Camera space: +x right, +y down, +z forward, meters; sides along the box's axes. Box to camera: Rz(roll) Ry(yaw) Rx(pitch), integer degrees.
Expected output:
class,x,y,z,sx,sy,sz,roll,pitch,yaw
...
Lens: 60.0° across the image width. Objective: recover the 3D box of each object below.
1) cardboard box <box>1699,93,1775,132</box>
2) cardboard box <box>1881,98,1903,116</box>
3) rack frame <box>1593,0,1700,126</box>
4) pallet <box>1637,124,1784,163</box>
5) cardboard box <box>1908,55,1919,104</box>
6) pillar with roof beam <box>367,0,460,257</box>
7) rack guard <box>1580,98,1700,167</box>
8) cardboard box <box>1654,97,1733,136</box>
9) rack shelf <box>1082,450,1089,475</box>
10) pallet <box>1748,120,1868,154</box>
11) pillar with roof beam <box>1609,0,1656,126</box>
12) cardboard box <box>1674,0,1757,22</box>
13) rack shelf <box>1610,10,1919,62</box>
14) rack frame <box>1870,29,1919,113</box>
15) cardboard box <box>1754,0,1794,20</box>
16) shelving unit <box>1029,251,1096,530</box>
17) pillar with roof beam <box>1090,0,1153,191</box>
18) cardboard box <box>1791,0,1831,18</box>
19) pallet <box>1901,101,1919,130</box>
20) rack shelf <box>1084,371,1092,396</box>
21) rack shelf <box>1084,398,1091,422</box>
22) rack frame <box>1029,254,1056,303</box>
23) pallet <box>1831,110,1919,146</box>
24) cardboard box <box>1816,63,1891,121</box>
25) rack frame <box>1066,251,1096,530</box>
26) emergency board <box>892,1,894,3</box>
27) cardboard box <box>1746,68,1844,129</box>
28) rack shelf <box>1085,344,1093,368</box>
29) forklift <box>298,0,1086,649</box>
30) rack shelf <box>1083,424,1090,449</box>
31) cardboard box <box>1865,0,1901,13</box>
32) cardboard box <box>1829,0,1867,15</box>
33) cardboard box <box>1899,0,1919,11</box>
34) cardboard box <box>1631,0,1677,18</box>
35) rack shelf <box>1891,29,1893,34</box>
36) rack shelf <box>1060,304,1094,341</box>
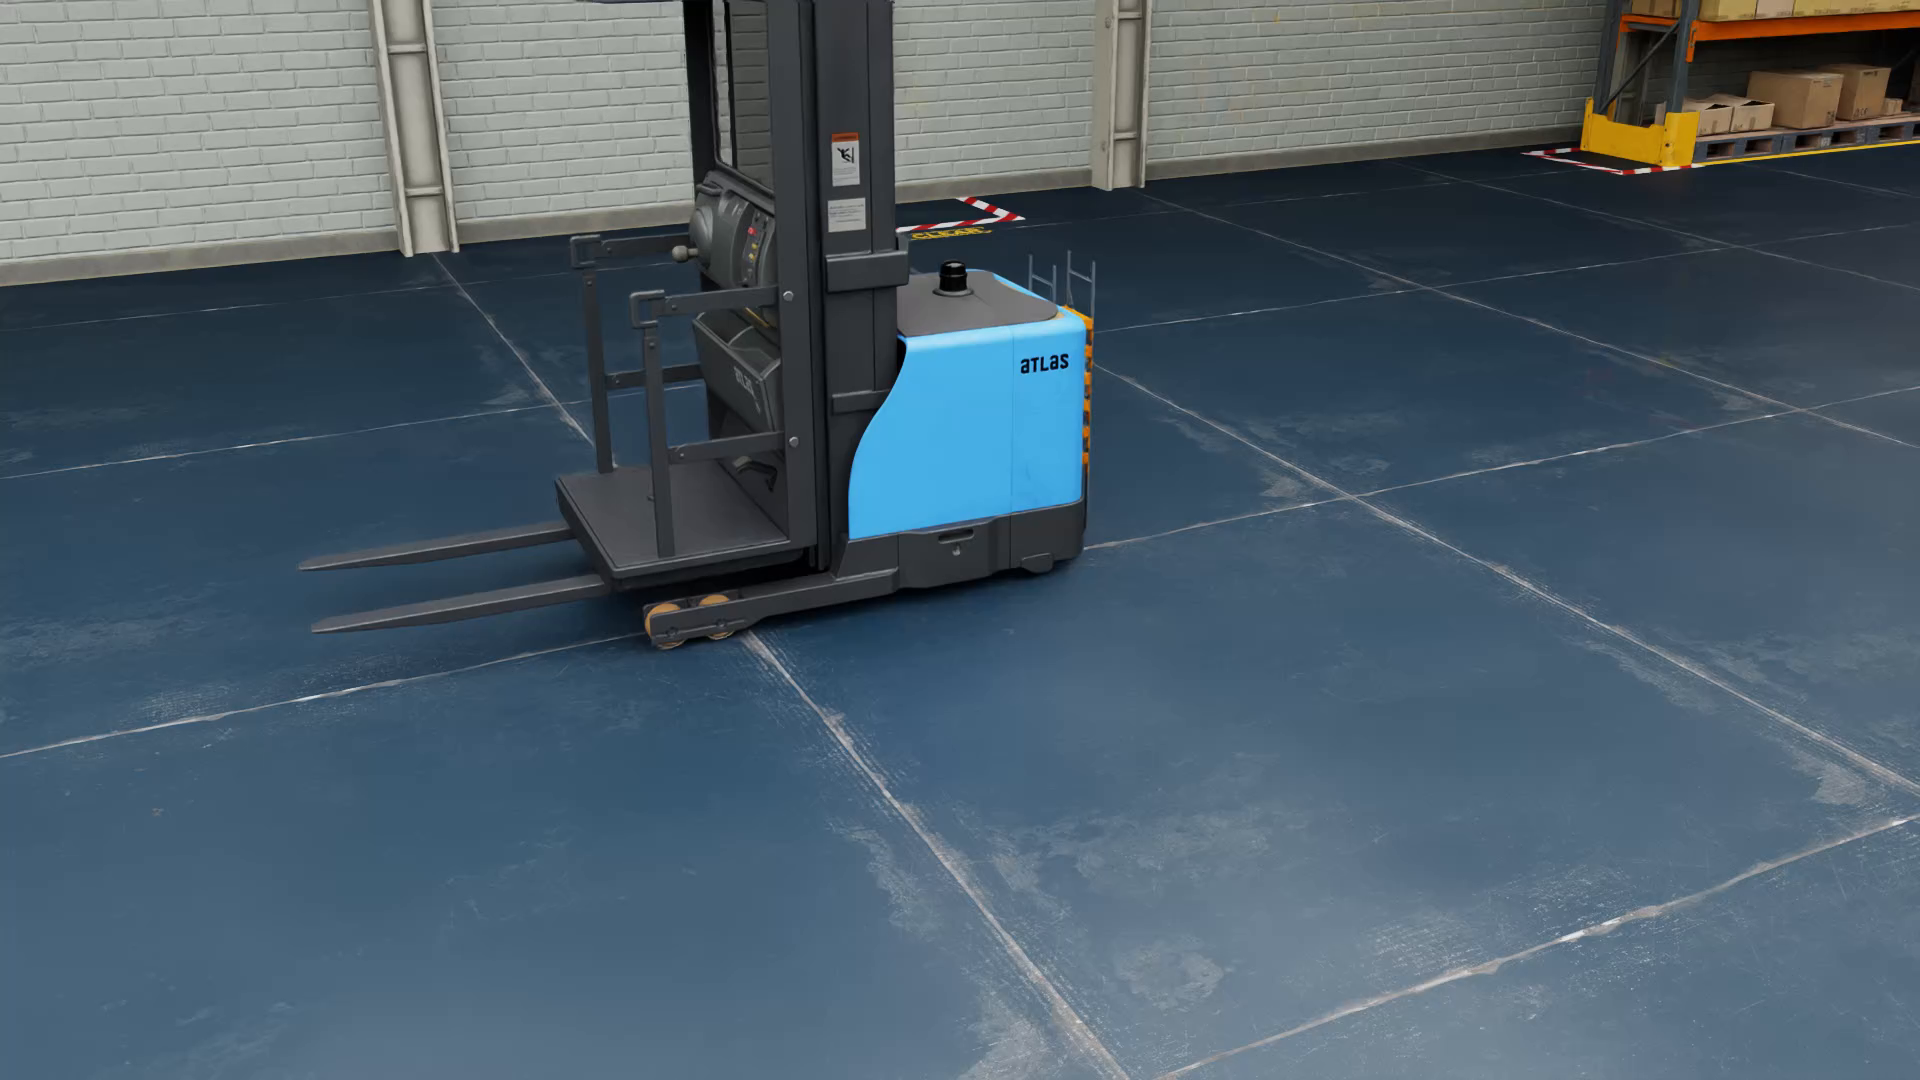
class,x,y,z,sx,sy,sz,roll,pitch,yaw
cardboard box,7.739,-4.282,16.613,0.500,0.311,0.500,-8,24,-19
cardboard box,9.698,-4.601,17.573,0.250,0.166,0.380,-14,26,-30
rack frame,6.563,-5.143,15.752,0.127,3.000,1.000,-10,25,-24
pallet,7.379,-3.989,16.612,1.213,0.211,1.003,-10,25,-24
cardboard box,10.824,-4.982,18.058,0.500,0.500,0.700,-10,24,-22
pillar with roof beam,-2.127,-4.855,7.212,0.400,9.000,9.100,-10,25,-24
rack guard,6.632,-4.000,16.260,0.348,0.500,1.175,-10,25,-24
cardboard box,7.226,-4.187,16.384,0.500,0.311,0.500,-14,26,-30
rack shelf,0.427,-0.362,7.300,0.180,0.103,0.258,-10,24,-22
pallet,8.477,-4.190,17.097,1.213,0.211,1.003,-10,25,-24
pillar with roof beam,8.686,-6.845,12.021,0.400,9.000,9.100,-10,25,-24
cardboard box,7.141,-5.054,15.708,0.500,0.250,0.500,-11,25,-25
rack shelf,8.365,-5.142,16.691,4.000,0.370,1.077,-10,25,-24
rack frame,10.168,-5.806,17.355,0.127,3.000,1.000,-10,25,-24
cardboard box,7.602,-5.145,15.928,0.500,0.250,0.500,-11,25,-25
shelving unit,0.427,-0.625,7.191,0.189,1.200,0.258,-10,24,-22
pillar with roof beam,3.280,-5.850,9.617,0.400,9.000,9.100,-10,25,-24
cardboard box,8.064,-5.228,16.127,0.500,0.250,0.500,-11,25,-24
pallet,10.868,-4.647,18.201,1.213,0.211,1.003,-10,25,-24
rack shelf,0.427,-0.695,7.162,0.180,0.103,0.258,-10,24,-22
rack shelf,0.427,-0.584,7.208,0.180,0.103,0.258,-10,24,-22
rack frame,0.344,-0.611,7.156,0.006,1.200,0.240,-10,24,-22
pallet,9.578,-4.394,17.590,1.213,0.211,1.003,-10,25,-24
cardboard box,9.250,-4.669,17.299,0.500,0.500,0.500,-12,26,-28
rack frame,0.511,-0.639,7.225,0.006,1.200,0.240,-10,24,-22
emergency board,-0.831,-4.165,13.390,0.643,1.169,0.194,-10,25,-24
cardboard box,8.422,-4.474,16.829,0.500,0.500,0.700,-12,25,-27
rack shelf,0.427,-0.806,7.116,0.180,0.103,0.258,-10,24,-22
forklift,-1.048,-1.175,6.257,3.031,2.935,1.130,-10,24,-22
rack shelf,0.427,-0.473,7.254,0.180,0.103,0.258,-10,24,-22
cardboard box,8.973,-5.395,16.530,0.500,0.250,0.500,-11,25,-24
cardboard box,8.520,-5.311,16.328,0.500,0.250,0.500,-10,25,-23
cardboard box,9.420,-5.483,16.745,0.500,0.250,0.500,-10,25,-23
cardboard box,6.900,-5.227,16.125,0.500,0.250,0.500,-10,25,-23
rack shelf,11.970,-5.806,18.294,4.000,0.370,1.077,-10,25,-24
rack shelf,0.427,-0.917,7.070,0.180,0.103,0.258,-10,24,-22
